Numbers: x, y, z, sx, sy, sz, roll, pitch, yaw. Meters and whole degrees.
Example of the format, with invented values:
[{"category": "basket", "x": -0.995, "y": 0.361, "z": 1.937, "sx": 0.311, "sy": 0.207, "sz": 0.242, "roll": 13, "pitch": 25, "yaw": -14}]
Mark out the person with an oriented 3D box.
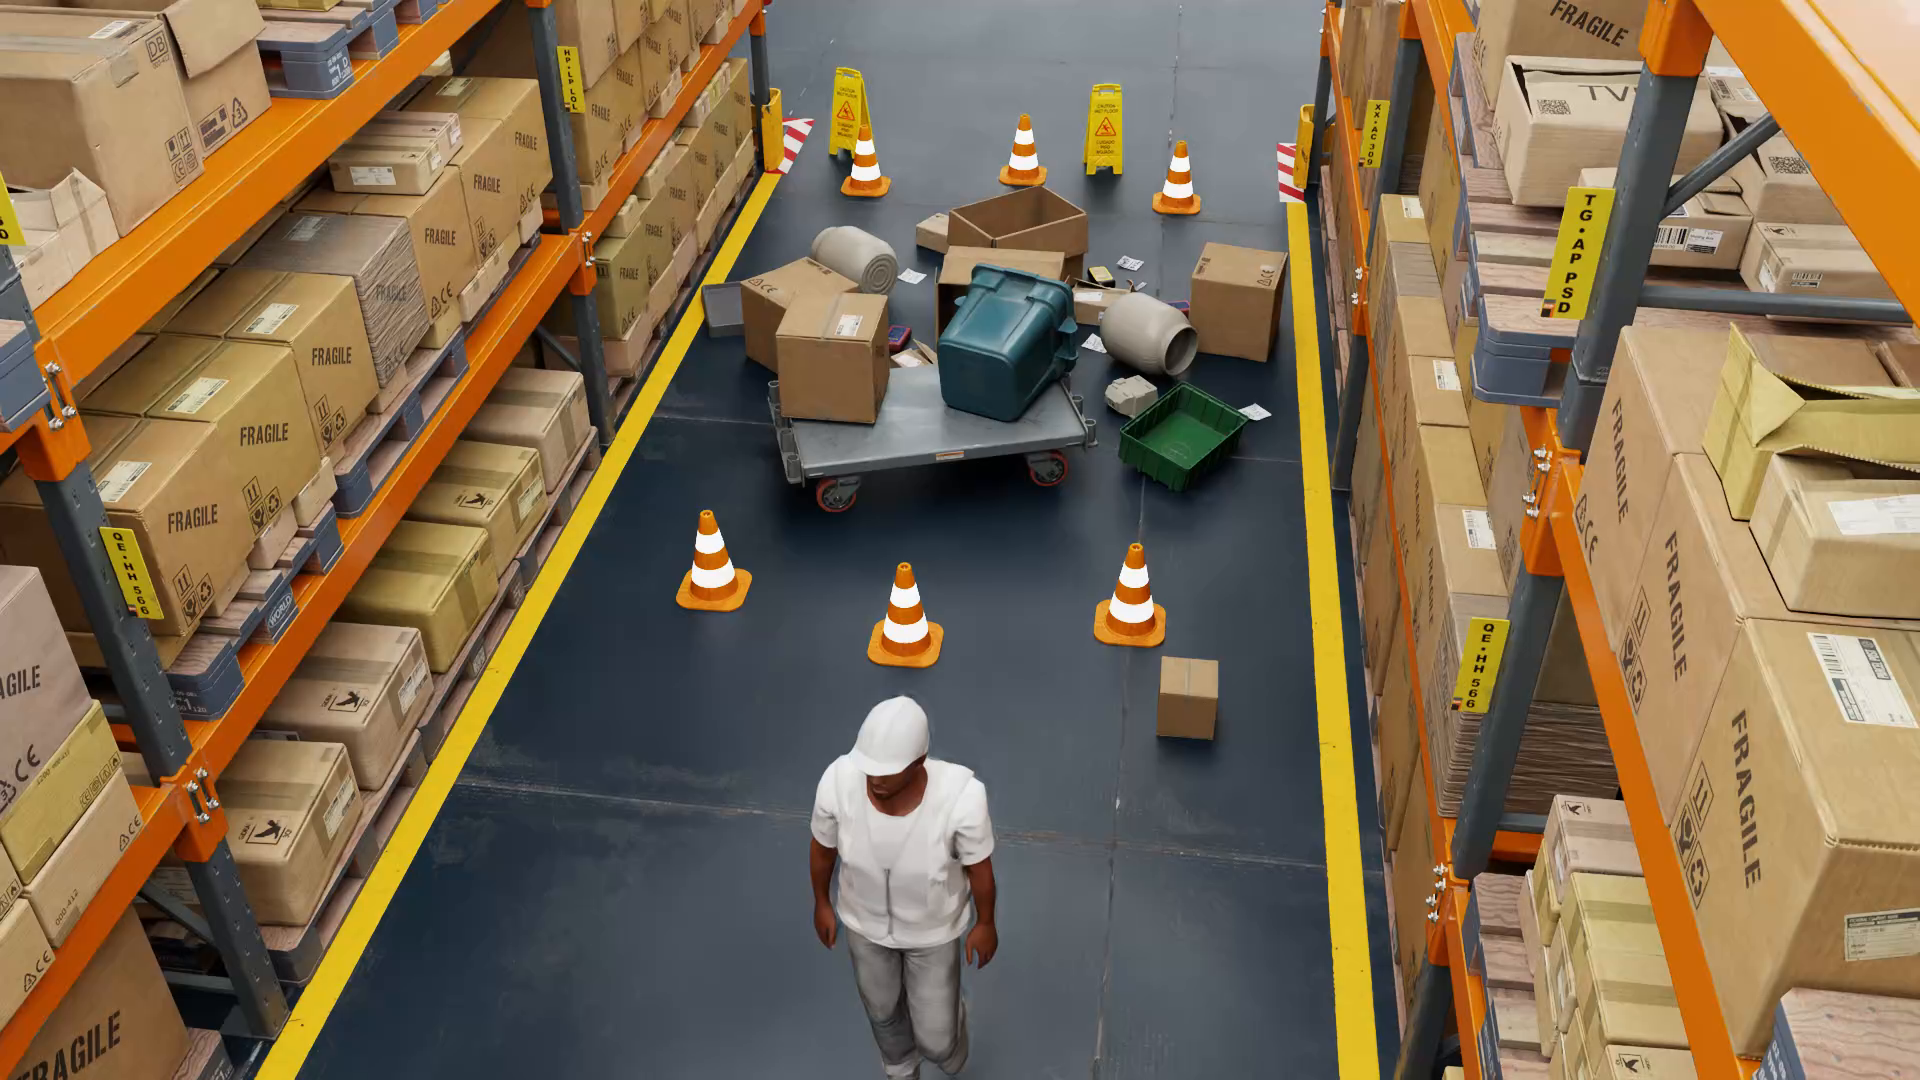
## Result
[{"category": "person", "x": -0.186, "y": 1.200, "z": 5.316, "sx": 0.616, "sy": 1.759, "sz": 0.492, "roll": 9, "pitch": 37, "yaw": 12}]
